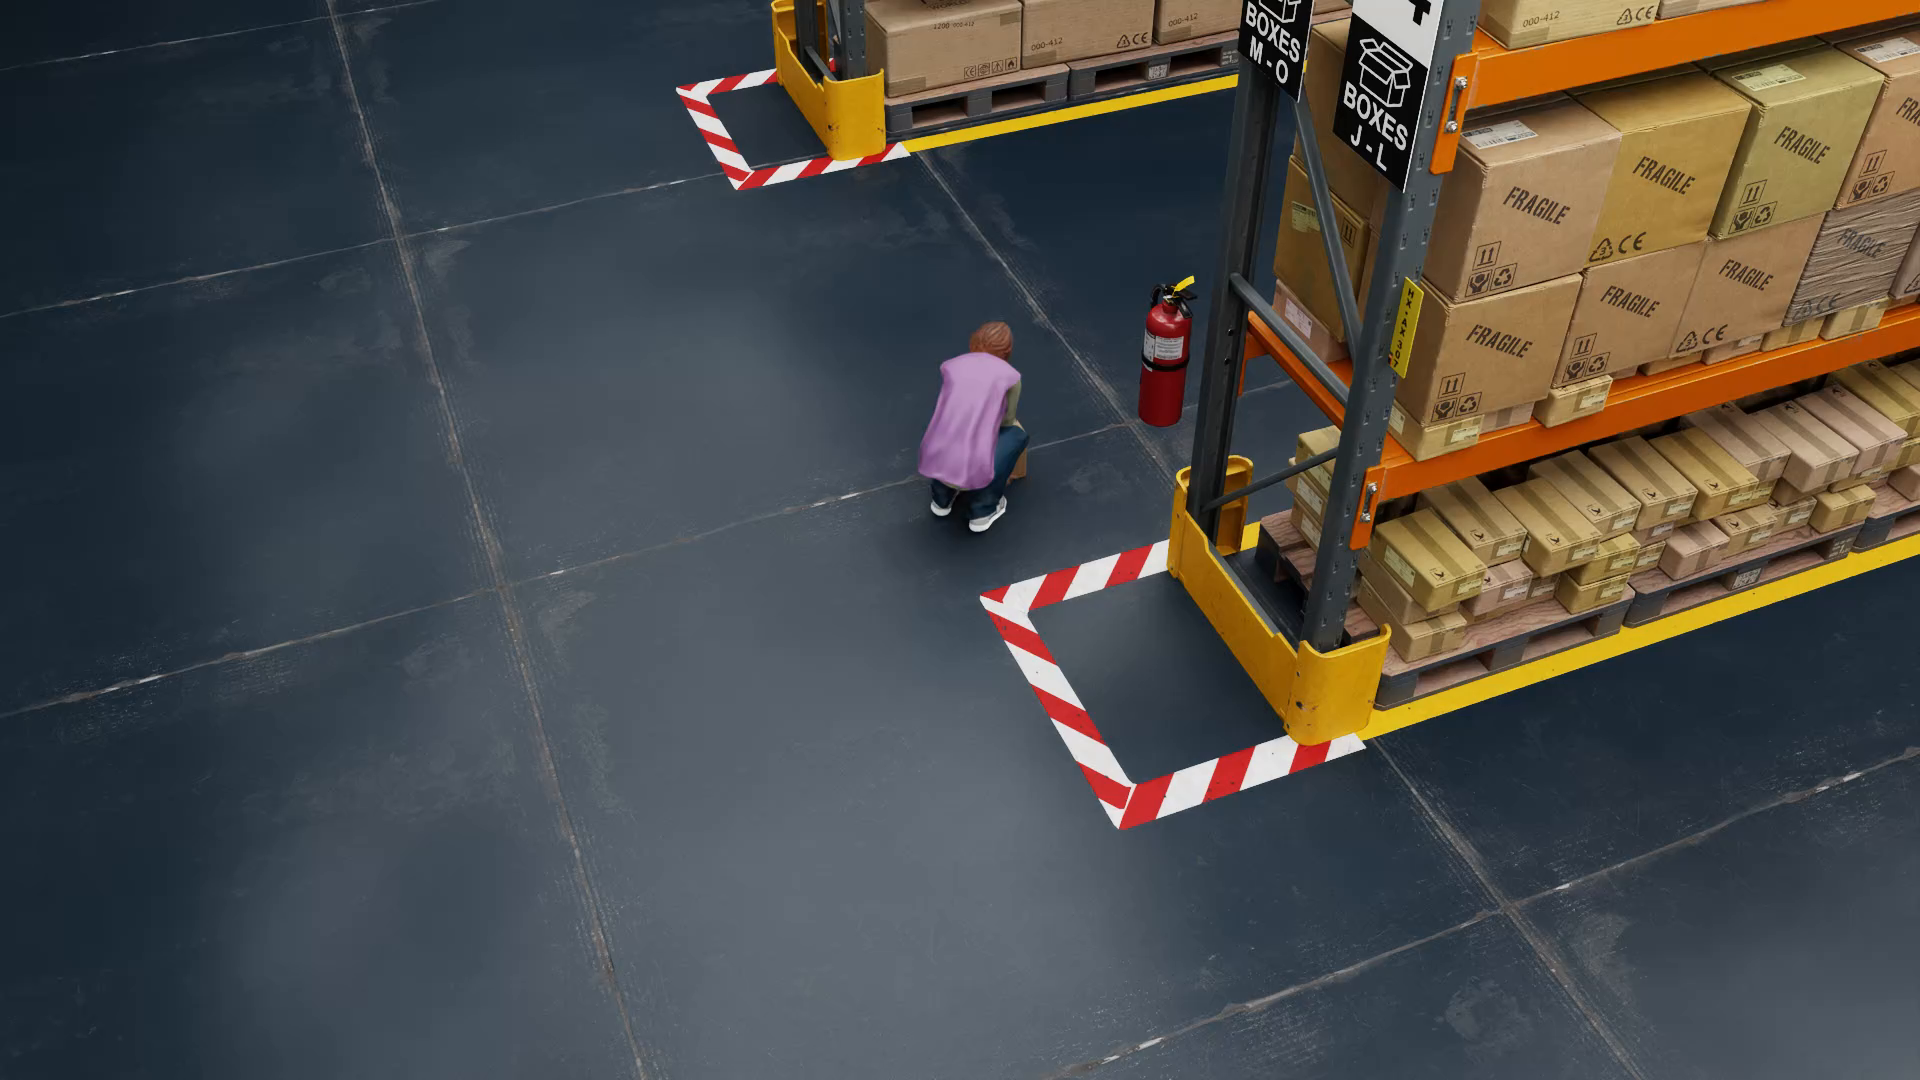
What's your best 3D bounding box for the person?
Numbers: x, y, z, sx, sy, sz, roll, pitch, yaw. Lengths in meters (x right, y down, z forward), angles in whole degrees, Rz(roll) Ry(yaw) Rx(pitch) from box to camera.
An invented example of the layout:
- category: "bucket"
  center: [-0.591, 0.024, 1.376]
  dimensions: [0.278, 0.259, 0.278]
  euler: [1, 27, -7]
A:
- category: "person"
  center: [0.073, -0.456, 7.384]
  dimensions: [0.432, 0.773, 0.830]
  euler: [16, 45, 17]
